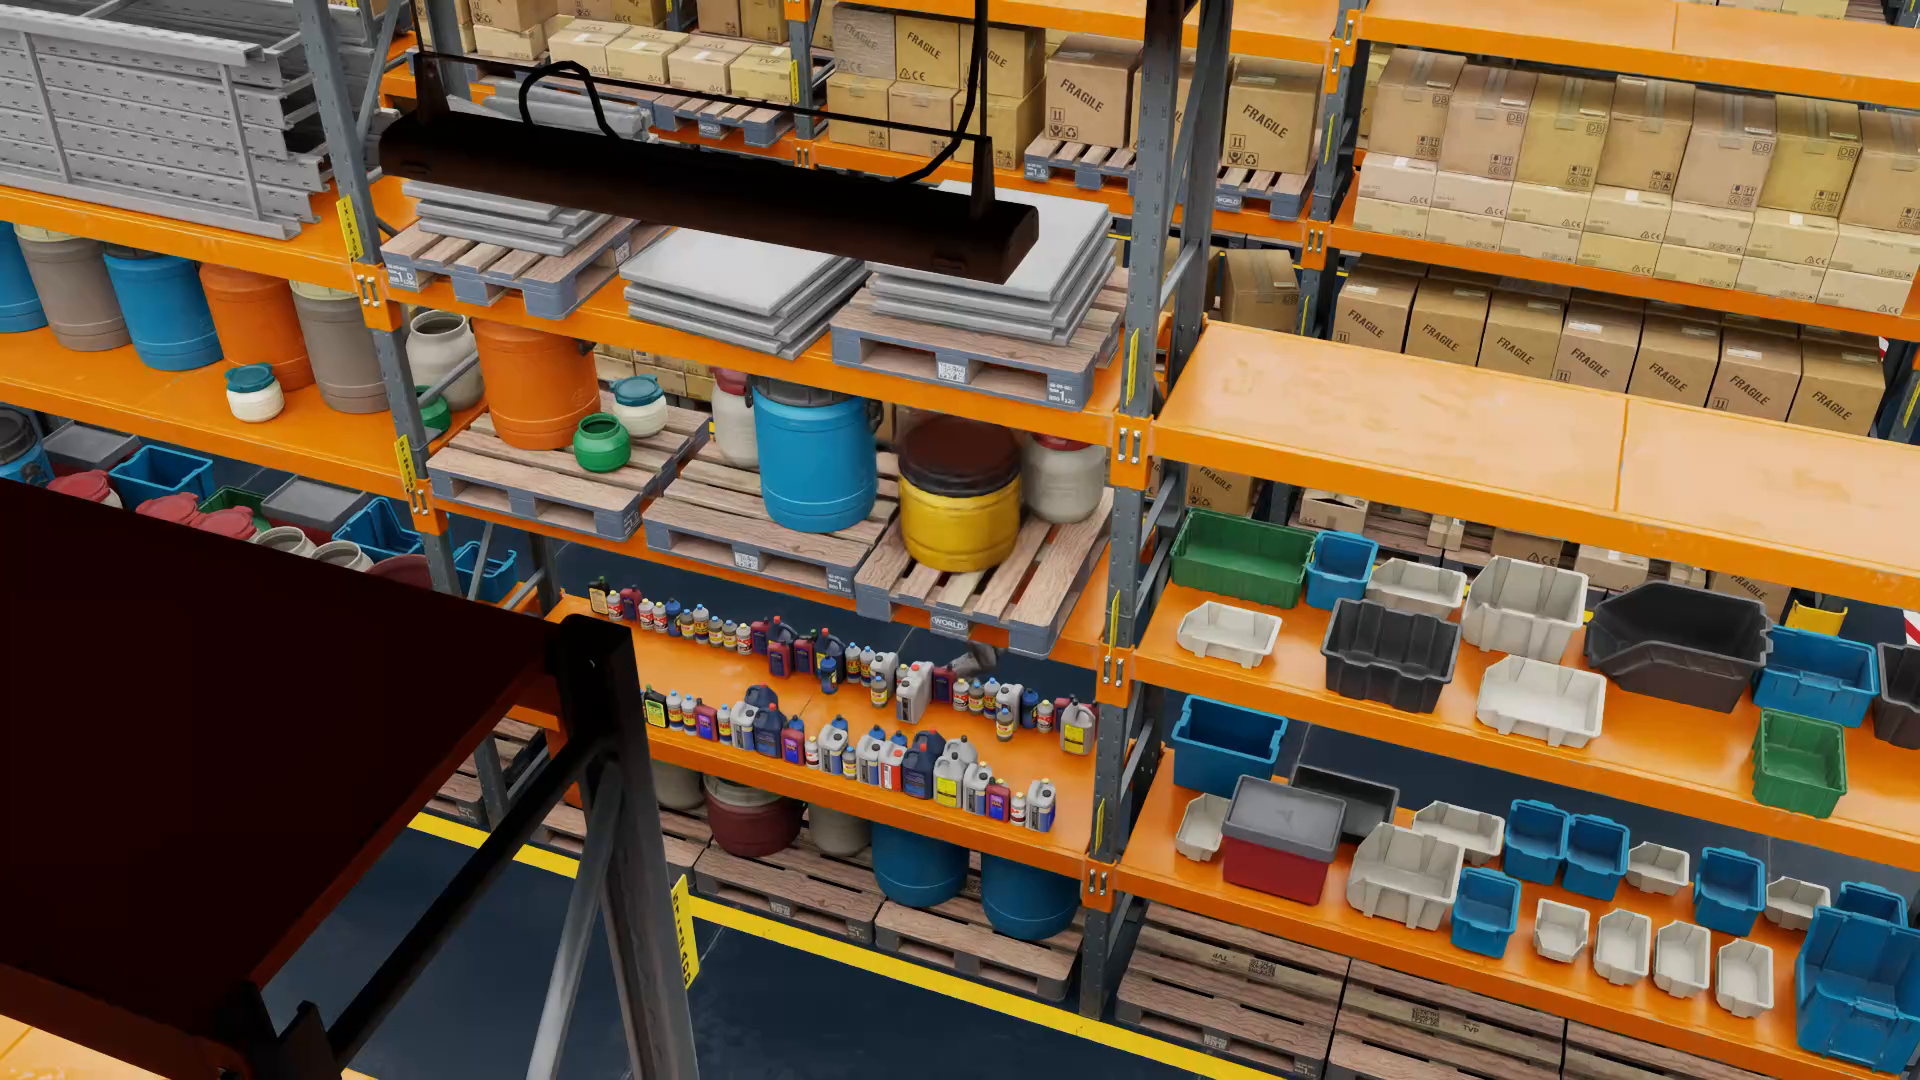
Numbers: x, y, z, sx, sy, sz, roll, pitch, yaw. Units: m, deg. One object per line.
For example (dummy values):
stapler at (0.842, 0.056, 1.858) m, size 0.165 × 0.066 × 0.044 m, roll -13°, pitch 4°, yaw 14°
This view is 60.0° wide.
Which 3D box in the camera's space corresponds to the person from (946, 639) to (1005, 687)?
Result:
person at (0.101, 0.462, 11.115) m, size 0.439 × 1.530 × 0.456 m, roll 17°, pitch 40°, yaw 22°
